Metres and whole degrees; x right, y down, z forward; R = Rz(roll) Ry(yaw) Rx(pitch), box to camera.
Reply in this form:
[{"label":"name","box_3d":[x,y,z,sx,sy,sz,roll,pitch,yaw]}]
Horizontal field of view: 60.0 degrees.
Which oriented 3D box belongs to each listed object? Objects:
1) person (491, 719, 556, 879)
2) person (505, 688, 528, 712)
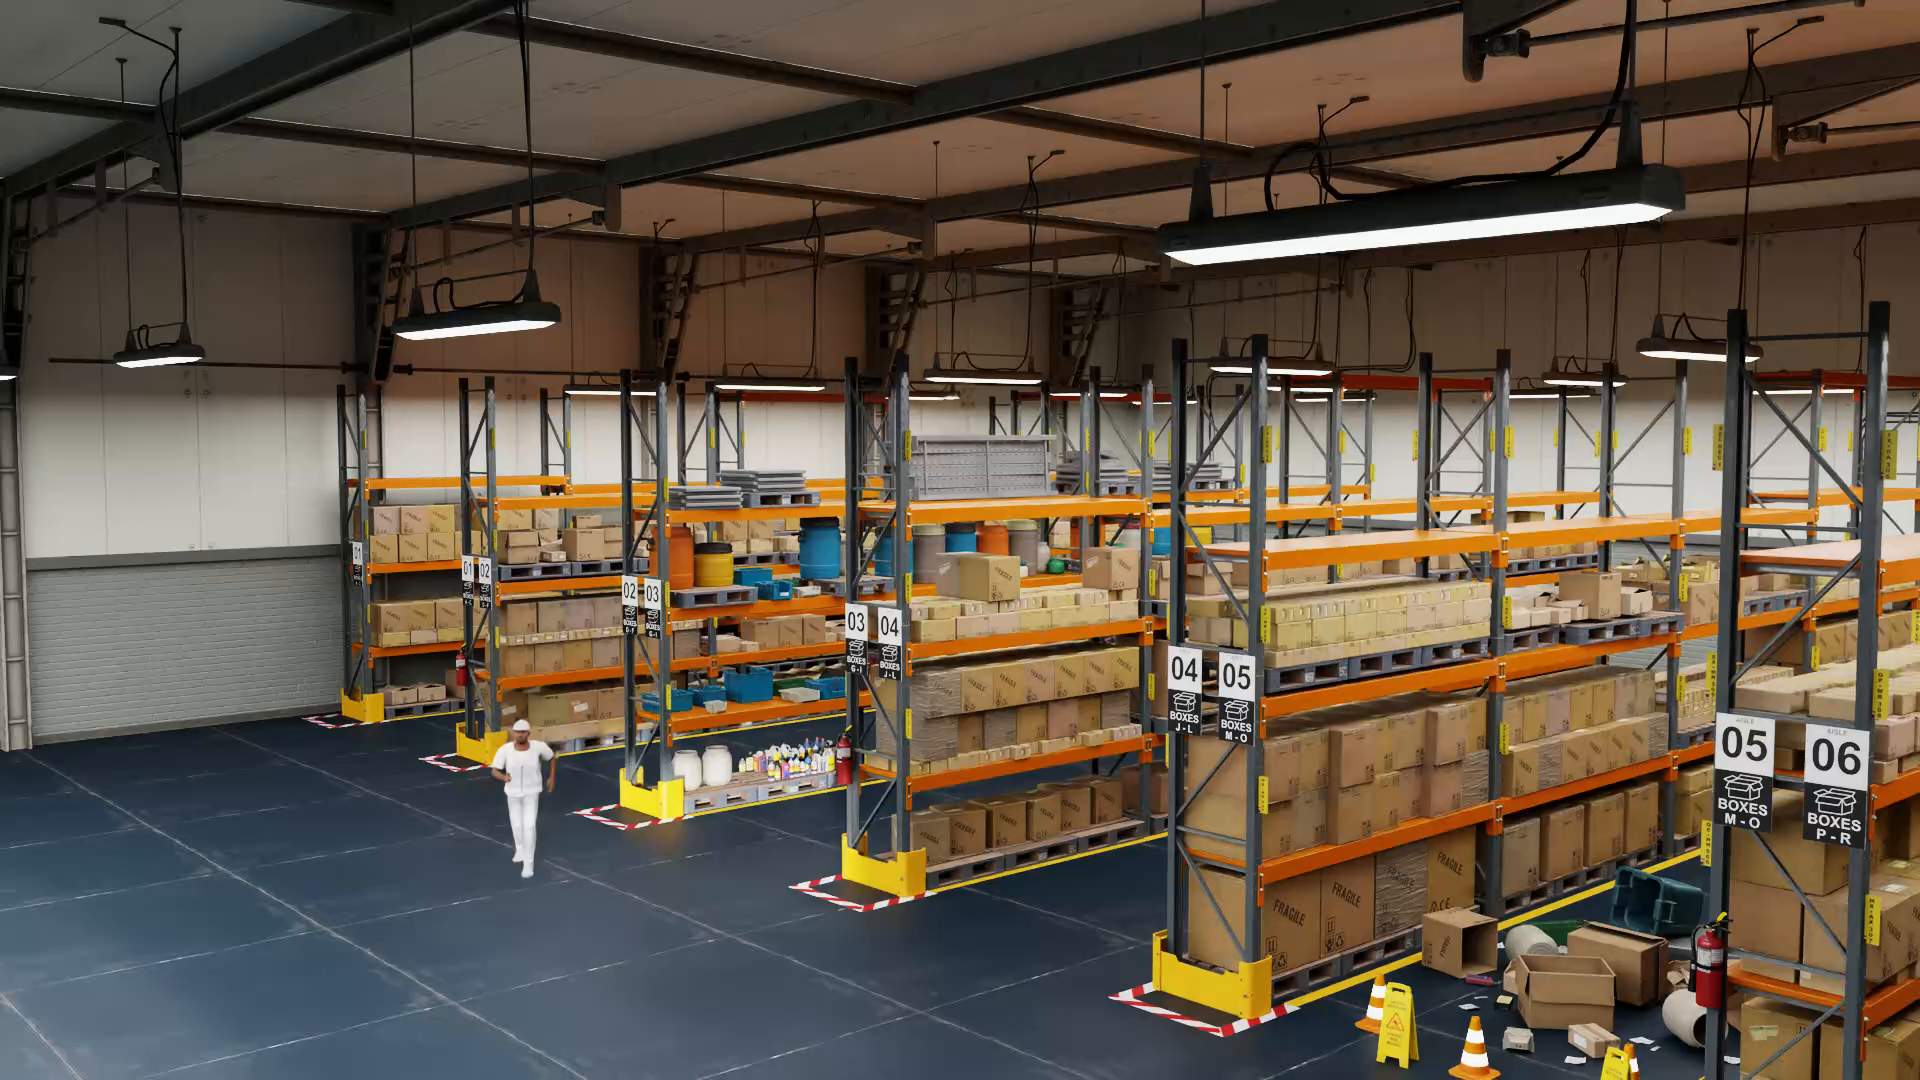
[{"label":"person","box_3d":[-5.125,2.996,19.534,0.722,1.810,0.838,0,4,-7]},{"label":"person","box_3d":[-7.587,2.509,28.349,0.585,1.621,0.591,4,5,43]}]
